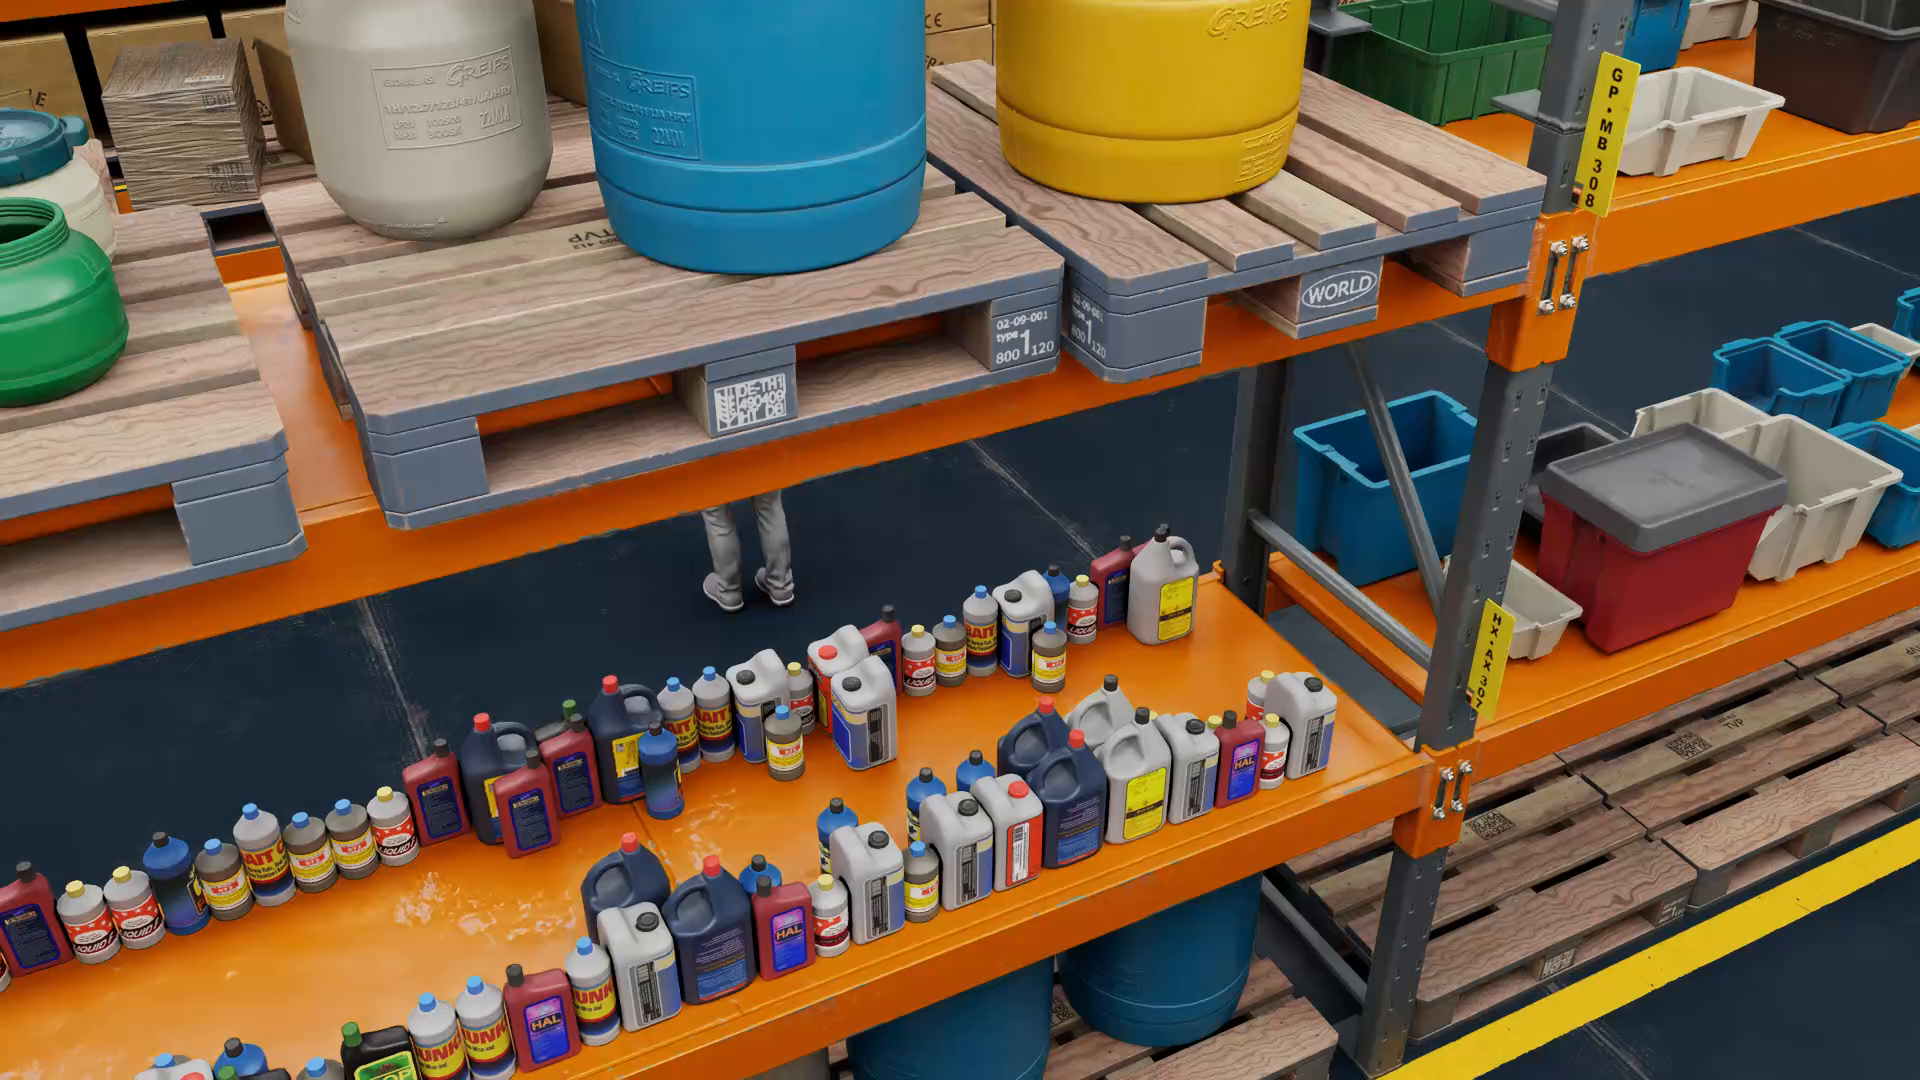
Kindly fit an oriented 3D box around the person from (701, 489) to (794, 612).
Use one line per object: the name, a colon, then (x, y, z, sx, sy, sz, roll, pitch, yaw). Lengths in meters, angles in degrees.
person: (-0.942, -0.468, 6.834, 0.459, 1.686, 0.560, -15, 36, -22)
